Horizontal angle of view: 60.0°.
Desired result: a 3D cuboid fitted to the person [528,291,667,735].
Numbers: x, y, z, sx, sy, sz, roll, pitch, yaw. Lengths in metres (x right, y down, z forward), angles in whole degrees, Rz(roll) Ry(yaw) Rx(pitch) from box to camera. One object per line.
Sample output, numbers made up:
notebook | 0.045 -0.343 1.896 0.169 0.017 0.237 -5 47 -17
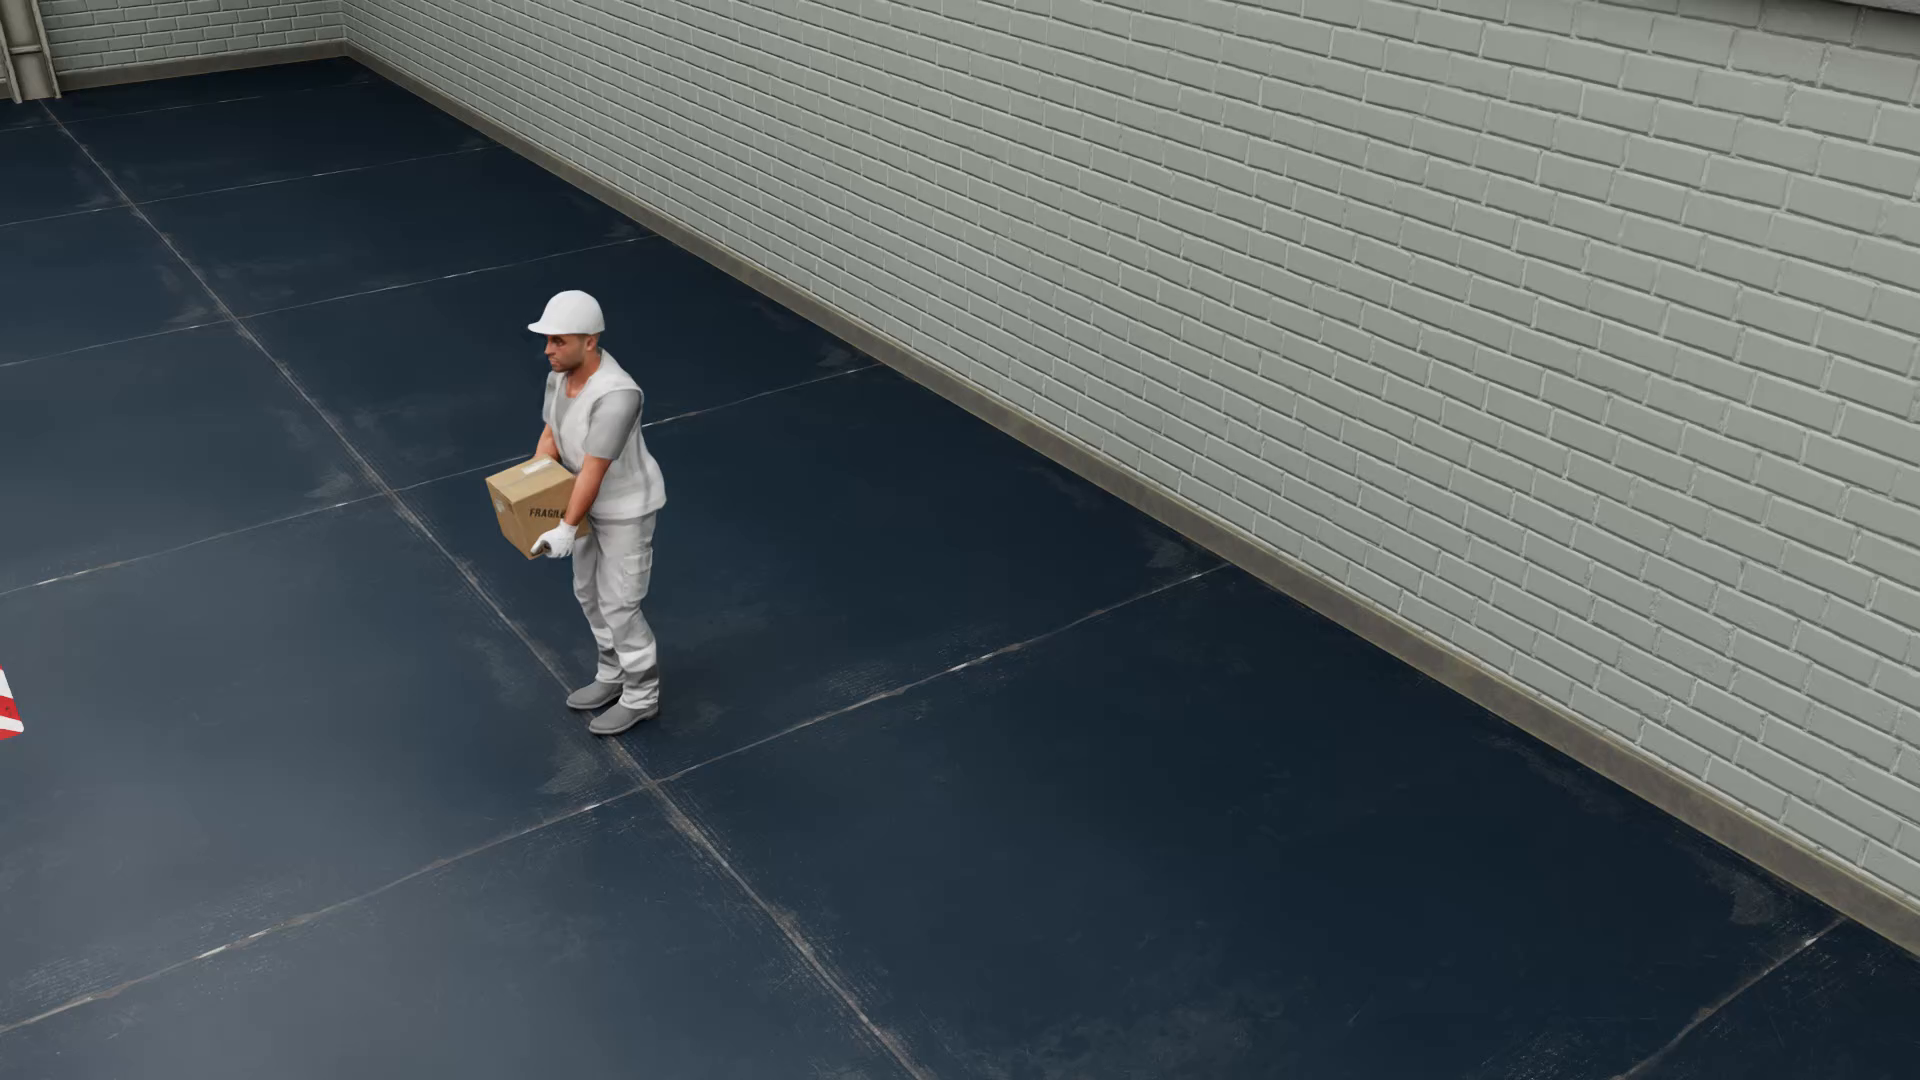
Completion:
person | -1.396 -0.085 6.266 0.571 1.776 0.494 -19 34 -32
